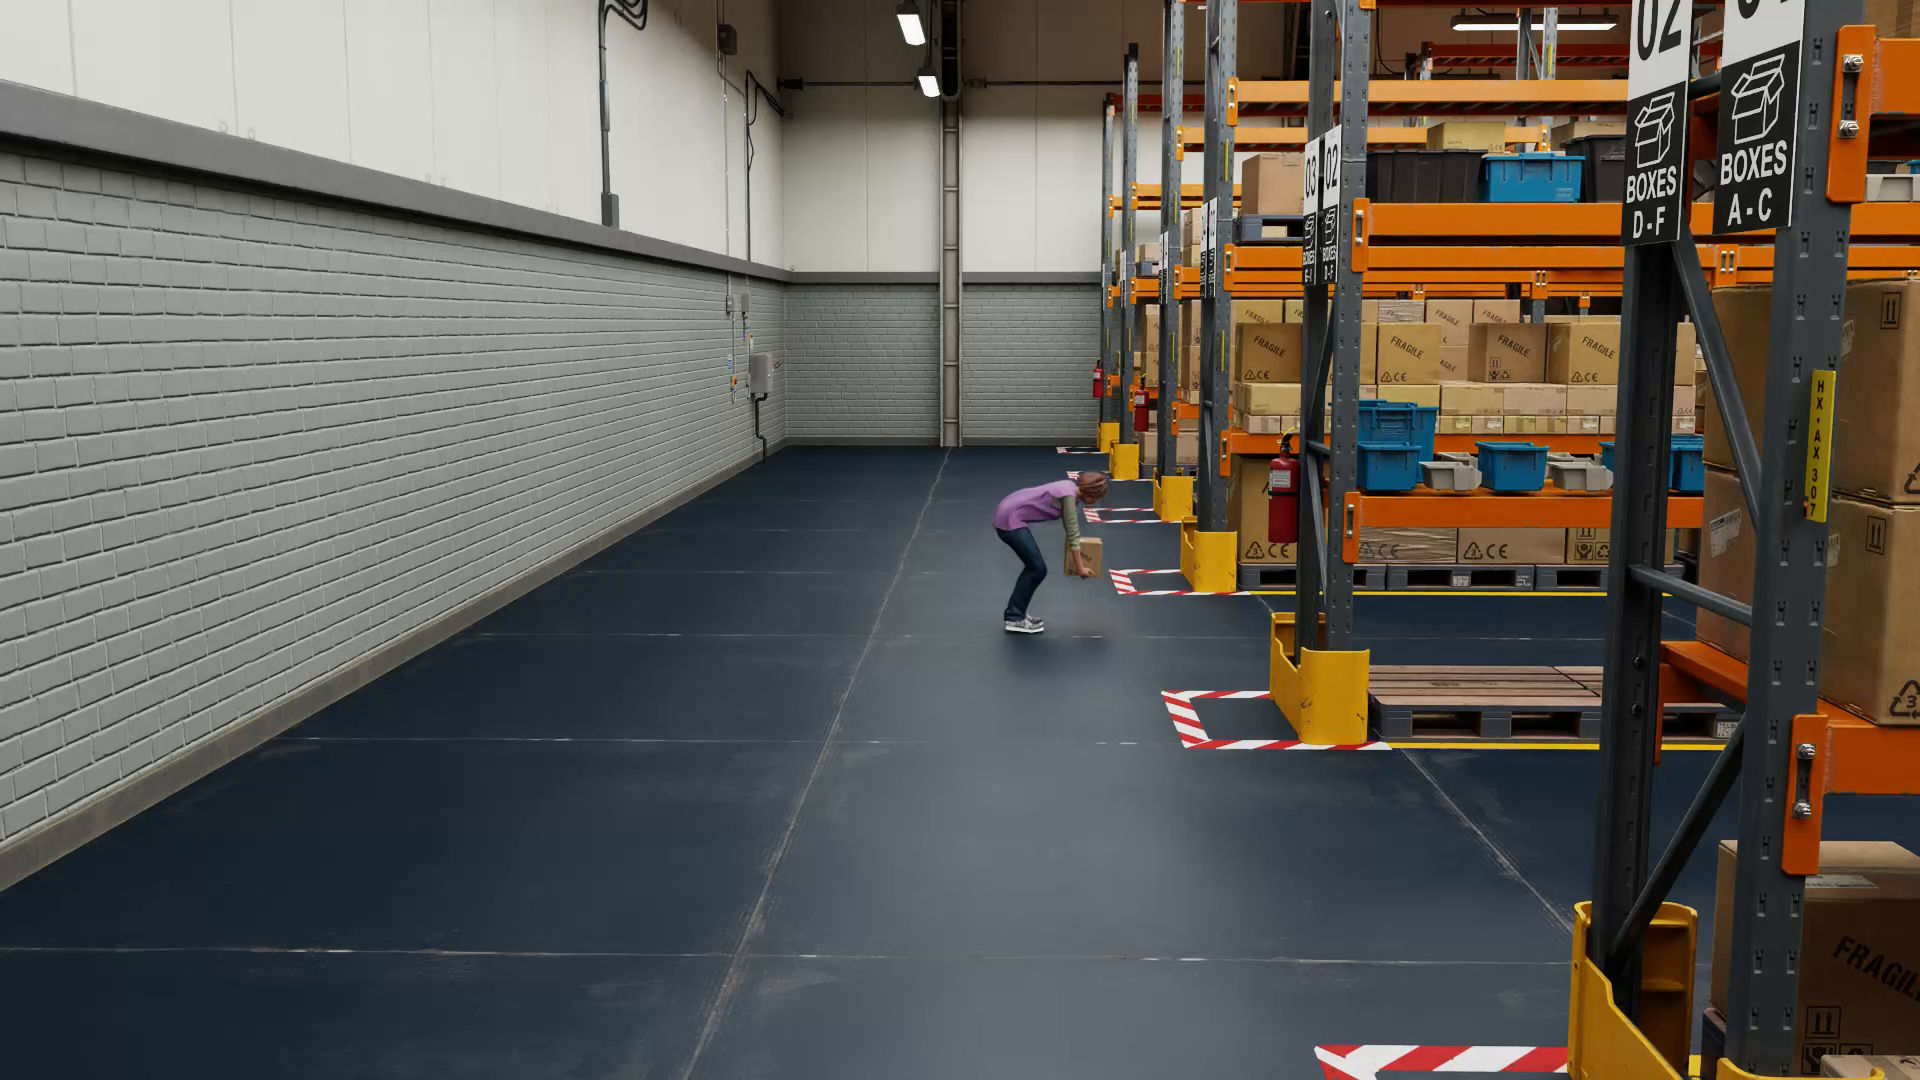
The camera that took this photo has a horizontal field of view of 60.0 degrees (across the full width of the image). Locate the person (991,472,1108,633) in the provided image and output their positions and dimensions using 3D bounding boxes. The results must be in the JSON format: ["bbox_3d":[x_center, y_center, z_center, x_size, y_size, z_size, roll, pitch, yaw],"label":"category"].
[{"bbox_3d":[0.641,0.086,11.950,0.837,1.137,0.398,0,7,0],"label":"person"}]
